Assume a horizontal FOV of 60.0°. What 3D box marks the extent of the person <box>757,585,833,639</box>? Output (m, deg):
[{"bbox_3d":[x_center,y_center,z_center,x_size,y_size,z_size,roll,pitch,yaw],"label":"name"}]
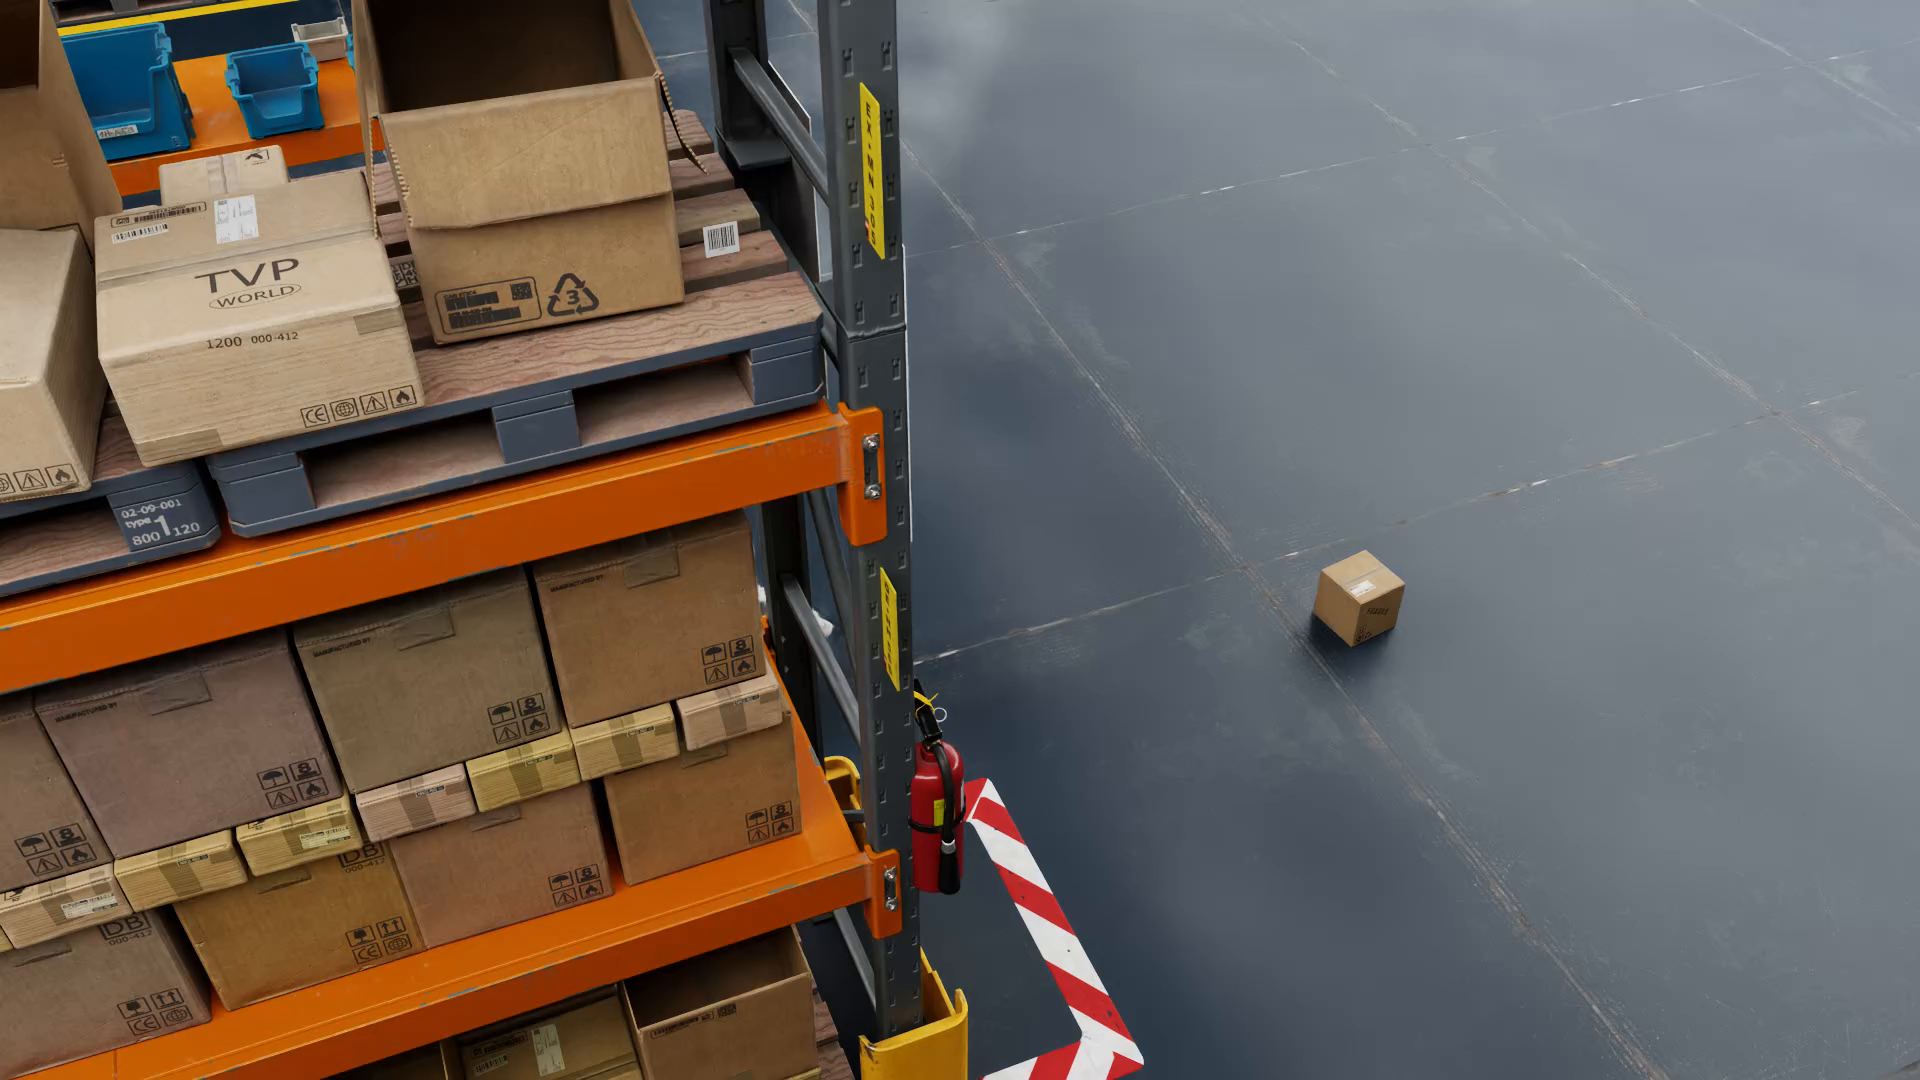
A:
[{"bbox_3d":[-1.021,-0.025,6.195,1.042,1.732,0.618,-4,41,-4],"label":"person"}]
